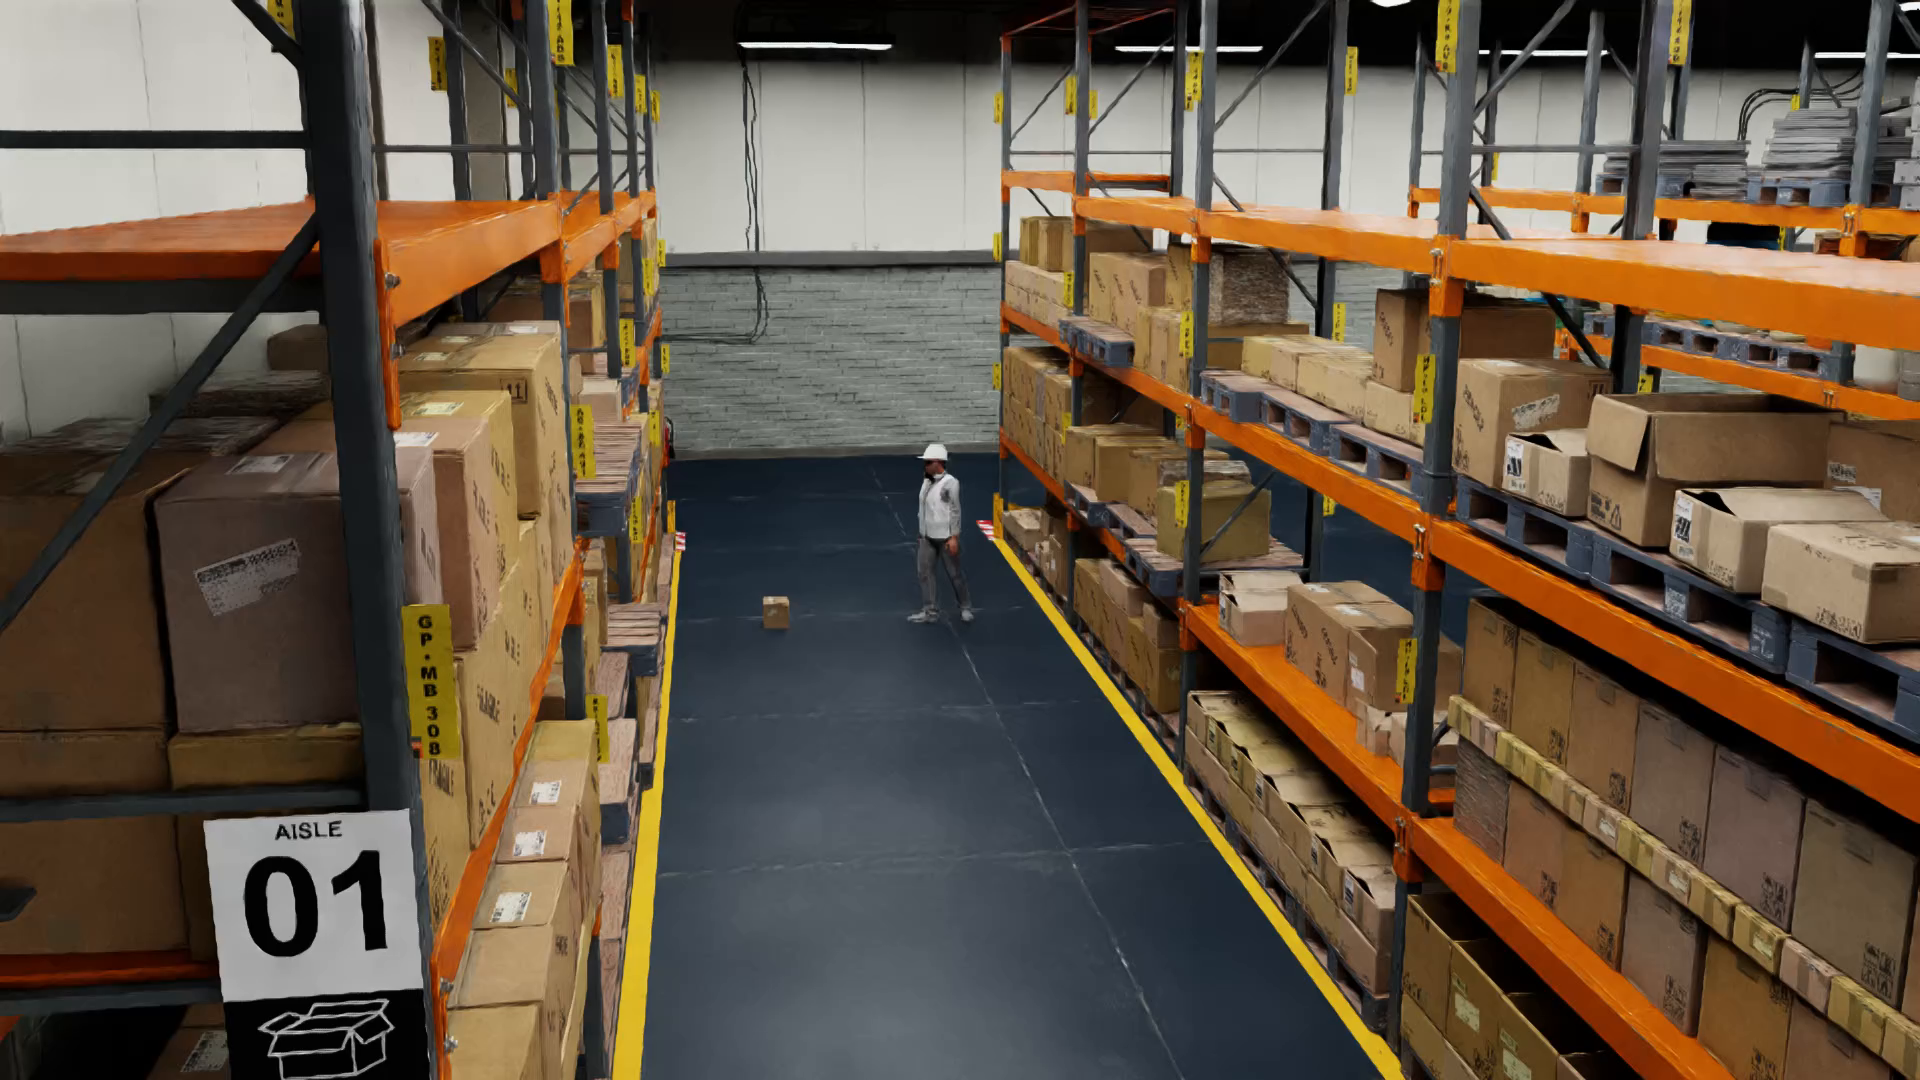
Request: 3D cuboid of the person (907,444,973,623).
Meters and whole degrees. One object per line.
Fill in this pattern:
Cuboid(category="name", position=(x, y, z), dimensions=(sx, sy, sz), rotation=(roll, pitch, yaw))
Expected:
Cuboid(category="person", position=(-0.193, -0.068, 16.231), dimensions=(0.606, 1.766, 0.629), rotation=(-11, 17, -39))
